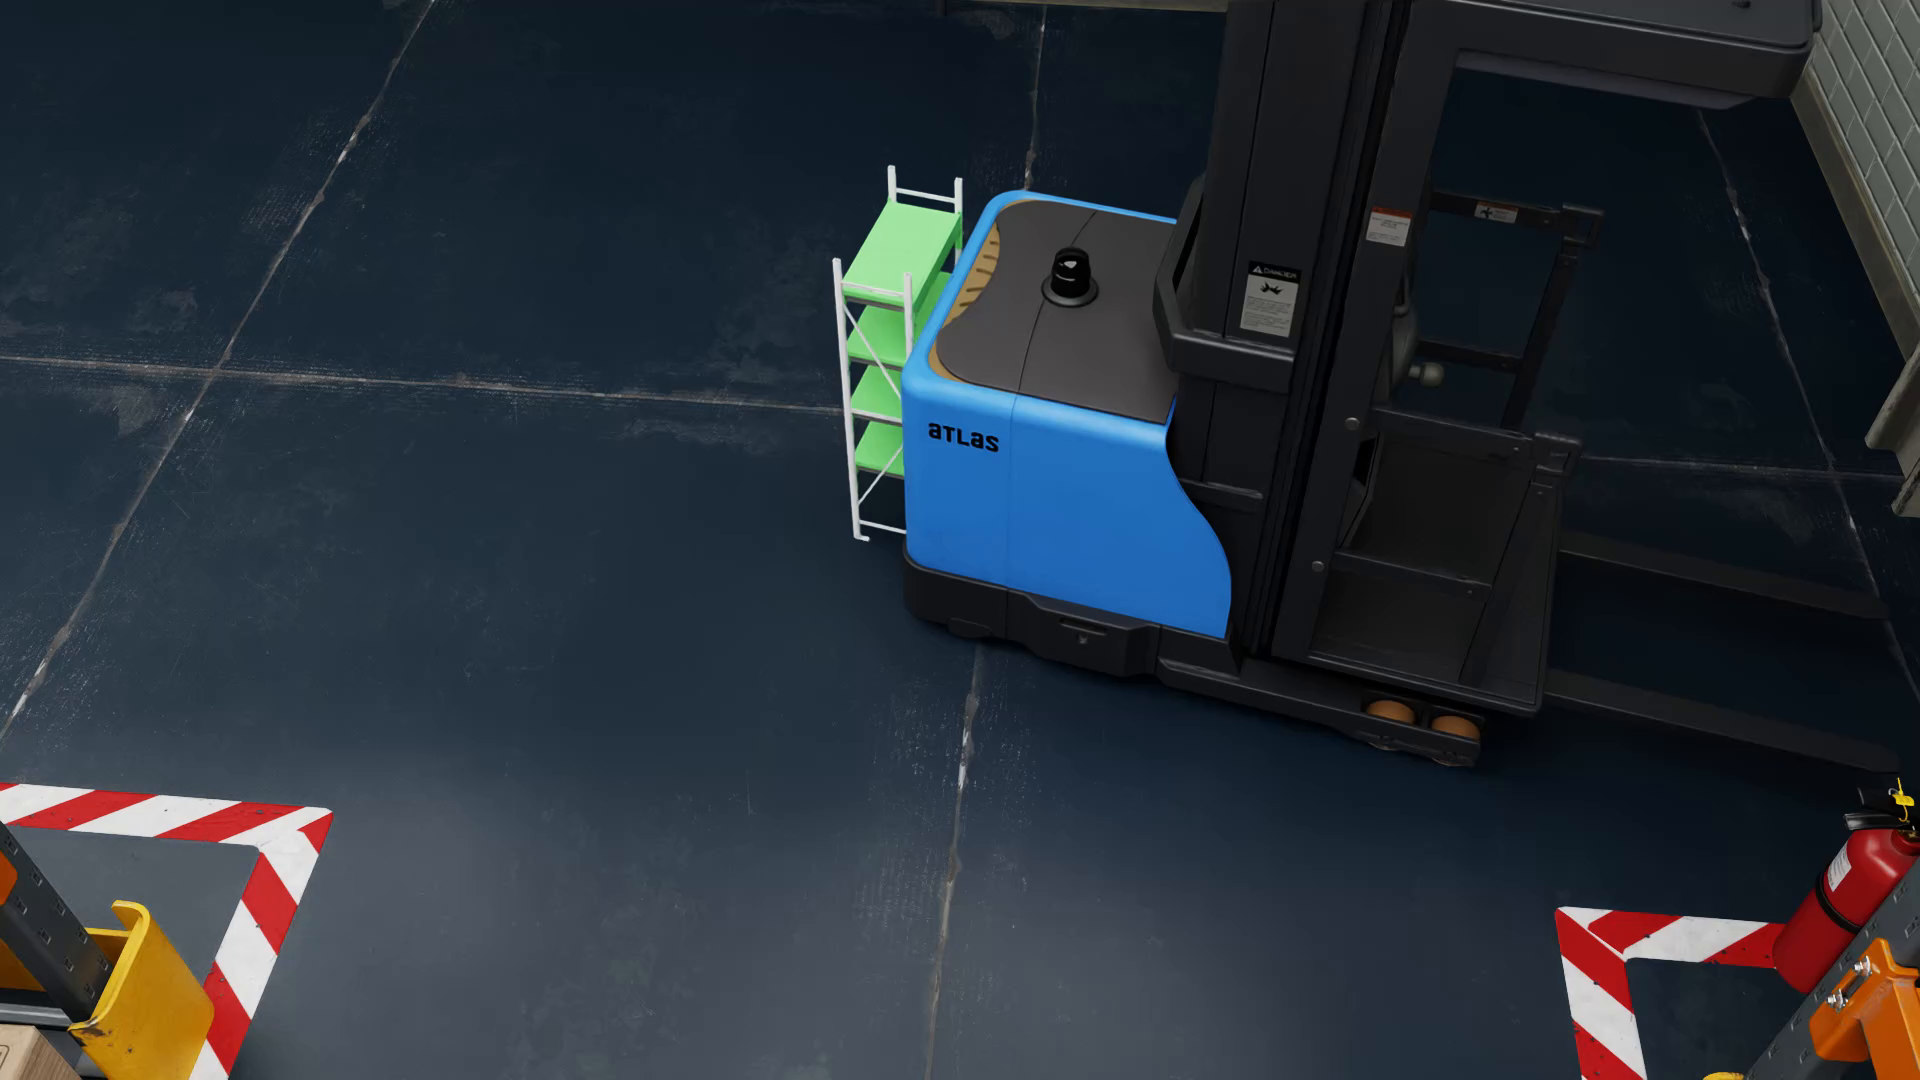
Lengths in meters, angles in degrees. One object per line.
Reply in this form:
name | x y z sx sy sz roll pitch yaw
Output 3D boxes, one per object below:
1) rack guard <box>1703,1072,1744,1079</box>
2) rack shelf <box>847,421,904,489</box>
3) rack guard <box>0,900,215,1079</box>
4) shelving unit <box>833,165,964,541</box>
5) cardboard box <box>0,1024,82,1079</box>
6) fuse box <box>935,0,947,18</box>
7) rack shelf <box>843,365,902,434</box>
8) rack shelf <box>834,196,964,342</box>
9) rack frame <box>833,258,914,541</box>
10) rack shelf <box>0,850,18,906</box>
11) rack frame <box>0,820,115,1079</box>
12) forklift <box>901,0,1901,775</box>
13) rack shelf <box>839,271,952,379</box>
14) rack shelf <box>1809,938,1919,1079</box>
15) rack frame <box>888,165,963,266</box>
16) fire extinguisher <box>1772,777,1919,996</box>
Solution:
rack guard | 2.299 1.587 3.960 1.175 0.500 0.348 4 48 4
rack shelf | -0.178 -0.357 5.674 0.258 0.148 0.480 13 49 12
rack guard | -2.635 1.182 4.330 1.175 0.500 0.348 4 48 4
shelving unit | -0.180 -0.563 5.450 0.258 1.200 0.503 13 49 12
cardboard box | -2.598 1.571 3.732 0.875 0.438 0.875 2 48 2
fuse box | -0.068 -3.106 7.431 0.539 1.711 0.414 4 48 4
rack shelf | -0.180 -0.519 5.497 0.258 0.148 0.480 13 49 12
rack shelf | -0.182 -0.844 5.144 0.258 0.148 0.480 13 49 12
rack frame | -0.254 -0.391 5.293 0.240 1.200 0.015 13 49 12
rack shelf | -2.820 2.069 2.313 1.077 0.370 4.000 4 48 4
rack frame | -2.637 0.356 3.391 1.000 3.000 0.127 4 48 4
forklift | 1.390 -0.736 4.437 3.031 2.935 1.130 13 49 12
rack shelf | -0.181 -0.682 5.320 0.258 0.148 0.480 13 49 12
rack shelf | 2.124 2.400 2.010 1.077 0.370 4.000 4 48 4
rack frame | -0.106 -0.734 5.607 0.240 1.200 0.015 13 49 12
fire extinguisher | 1.859 0.700 3.382 0.296 0.674 0.183 4 48 4
